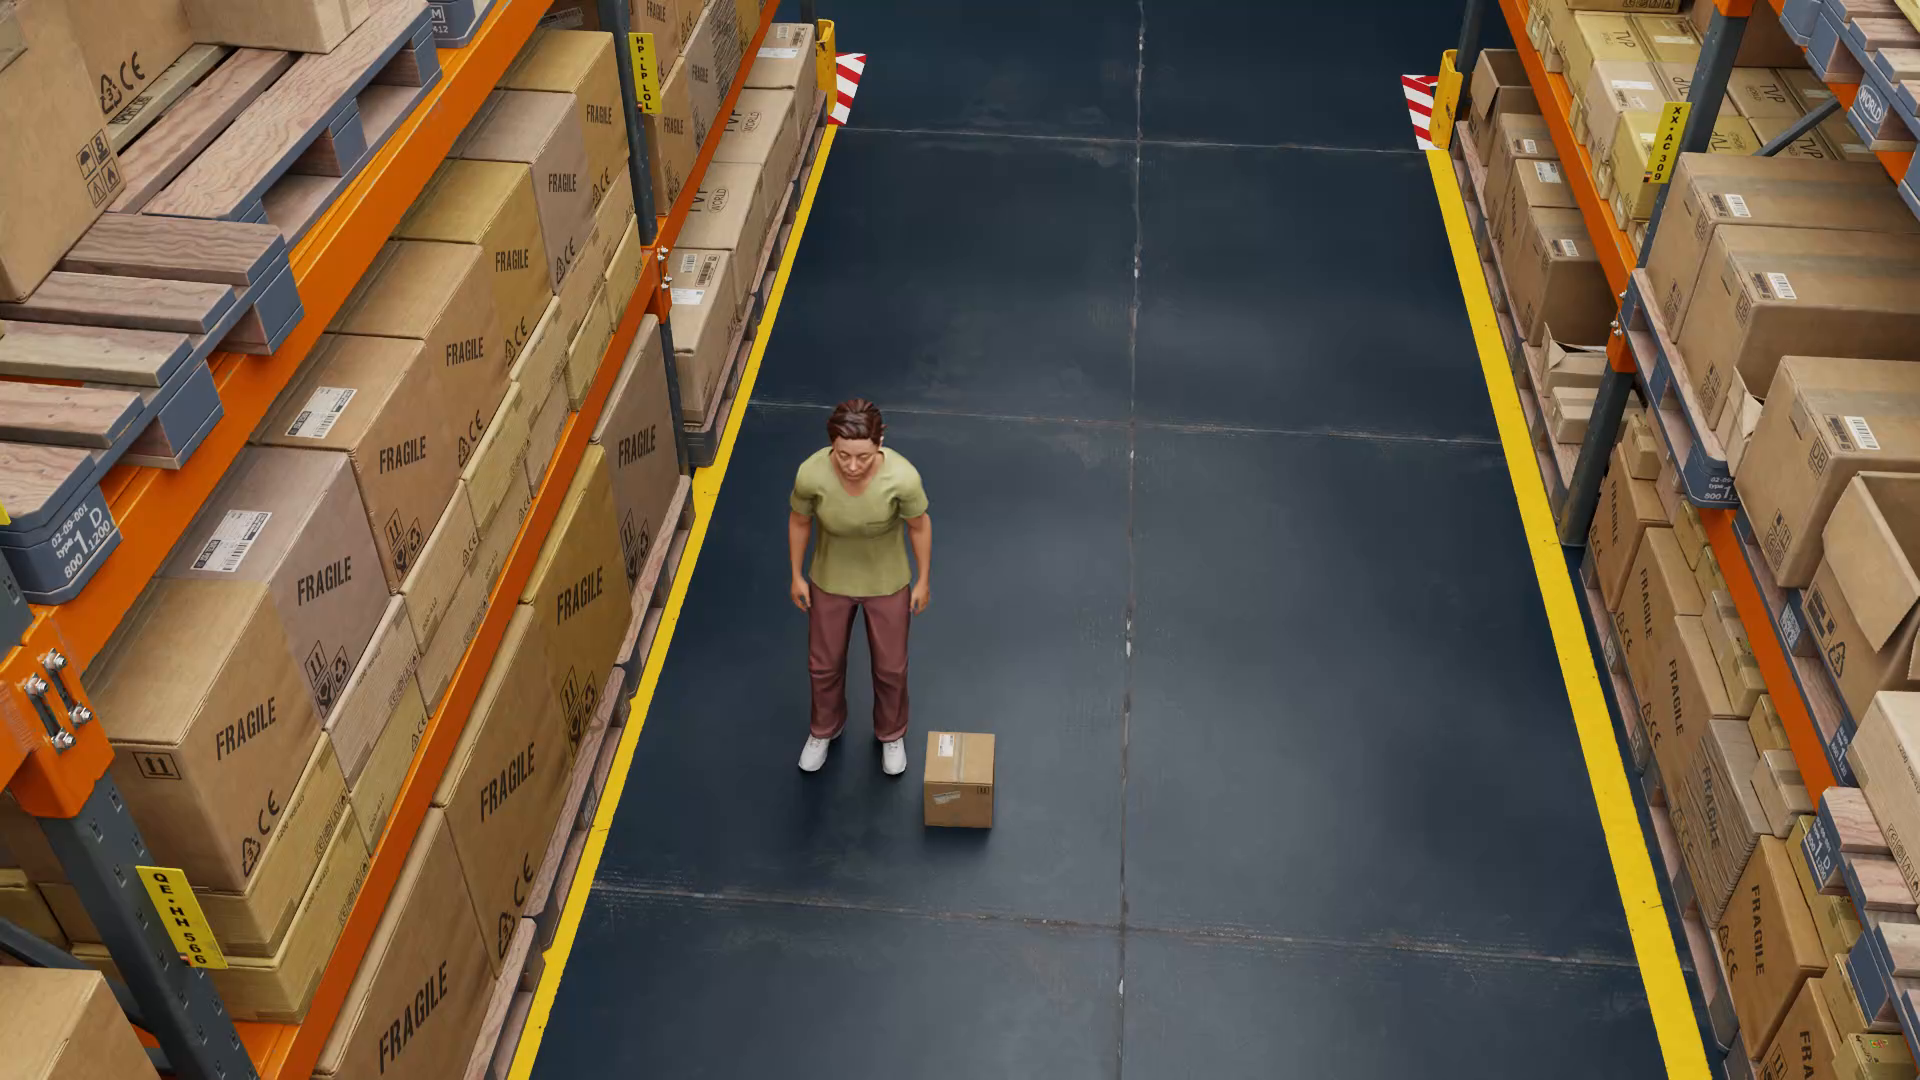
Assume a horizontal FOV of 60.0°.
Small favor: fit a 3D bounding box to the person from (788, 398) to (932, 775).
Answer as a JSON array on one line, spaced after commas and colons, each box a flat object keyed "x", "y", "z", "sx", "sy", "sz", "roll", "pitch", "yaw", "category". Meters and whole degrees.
[{"x": -0.358, "y": 0.164, "z": 5.964, "sx": 0.513, "sy": 1.673, "sz": 0.347, "roll": 2, "pitch": 40, "yaw": 2, "category": "person"}]
